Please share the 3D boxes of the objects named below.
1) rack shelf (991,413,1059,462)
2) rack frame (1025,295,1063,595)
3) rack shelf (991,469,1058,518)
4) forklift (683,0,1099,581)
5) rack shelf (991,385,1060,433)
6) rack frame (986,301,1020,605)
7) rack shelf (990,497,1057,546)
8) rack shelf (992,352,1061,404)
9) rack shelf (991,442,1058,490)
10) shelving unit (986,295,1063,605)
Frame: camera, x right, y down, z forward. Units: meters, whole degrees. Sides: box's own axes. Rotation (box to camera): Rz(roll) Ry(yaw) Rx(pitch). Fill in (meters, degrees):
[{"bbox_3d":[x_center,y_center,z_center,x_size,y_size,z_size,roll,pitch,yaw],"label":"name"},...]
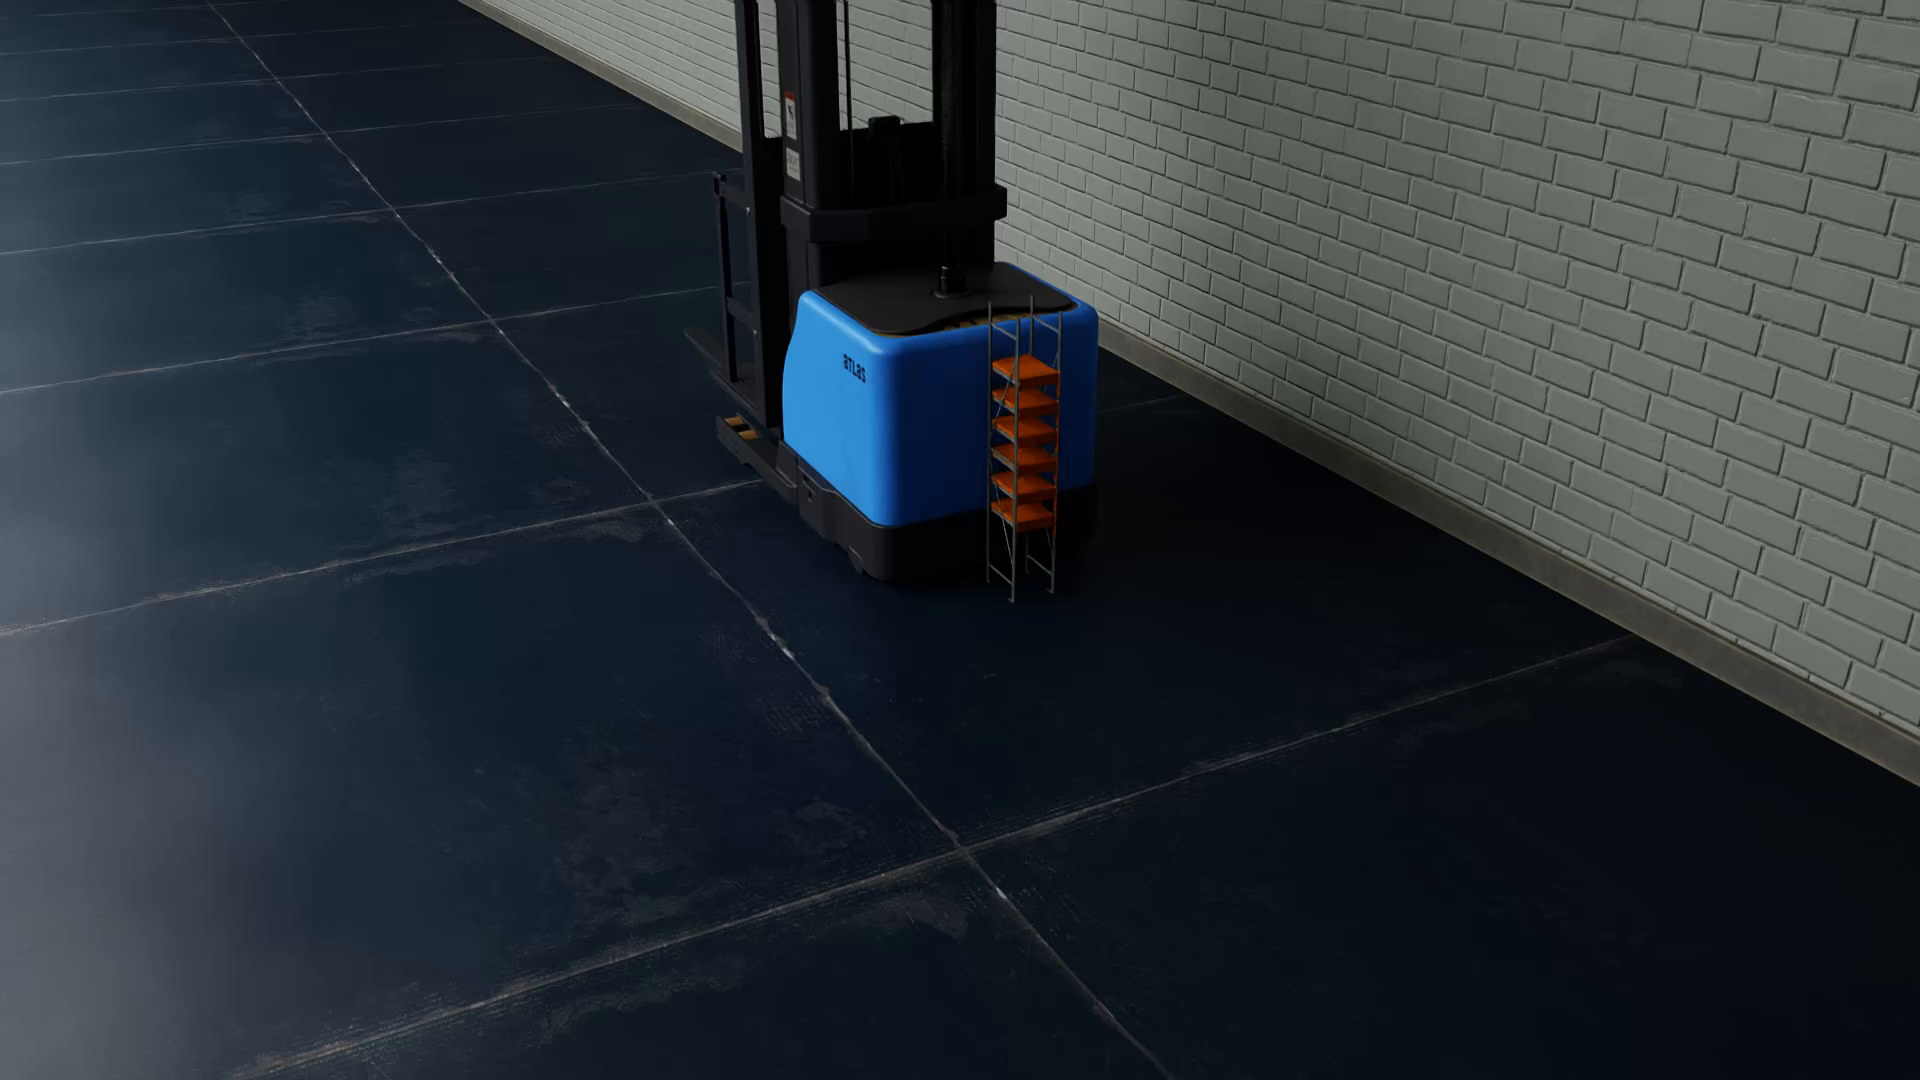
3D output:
[{"bbox_3d":[0.248,-0.413,6.532,0.180,0.103,0.258,-12,28,-24],"label":"rack shelf"},{"bbox_3d":[0.329,-0.363,6.602,0.006,1.200,0.240,-12,28,-24],"label":"rack frame"},{"bbox_3d":[0.247,-0.197,6.636,0.180,0.103,0.258,-12,28,-24],"label":"rack shelf"},{"bbox_3d":[-0.536,-1.760,7.513,1.130,2.935,3.031,-12,28,-24],"label":"forklift"},{"bbox_3d":[0.248,-0.521,6.479,0.180,0.103,0.258,-12,28,-24],"label":"rack shelf"},{"bbox_3d":[0.166,-0.327,6.527,0.006,1.200,0.240,-12,28,-24],"label":"rack frame"},{"bbox_3d":[0.247,-0.089,6.688,0.180,0.103,0.258,-12,28,-24],"label":"rack shelf"},{"bbox_3d":[0.248,-0.629,6.427,0.180,0.103,0.258,-12,28,-24],"label":"rack shelf"},{"bbox_3d":[0.247,-0.305,6.584,0.180,0.103,0.258,-12,28,-24],"label":"rack shelf"},{"bbox_3d":[0.247,-0.345,6.564,0.189,1.200,0.258,-12,28,-24],"label":"shelving unit"}]
